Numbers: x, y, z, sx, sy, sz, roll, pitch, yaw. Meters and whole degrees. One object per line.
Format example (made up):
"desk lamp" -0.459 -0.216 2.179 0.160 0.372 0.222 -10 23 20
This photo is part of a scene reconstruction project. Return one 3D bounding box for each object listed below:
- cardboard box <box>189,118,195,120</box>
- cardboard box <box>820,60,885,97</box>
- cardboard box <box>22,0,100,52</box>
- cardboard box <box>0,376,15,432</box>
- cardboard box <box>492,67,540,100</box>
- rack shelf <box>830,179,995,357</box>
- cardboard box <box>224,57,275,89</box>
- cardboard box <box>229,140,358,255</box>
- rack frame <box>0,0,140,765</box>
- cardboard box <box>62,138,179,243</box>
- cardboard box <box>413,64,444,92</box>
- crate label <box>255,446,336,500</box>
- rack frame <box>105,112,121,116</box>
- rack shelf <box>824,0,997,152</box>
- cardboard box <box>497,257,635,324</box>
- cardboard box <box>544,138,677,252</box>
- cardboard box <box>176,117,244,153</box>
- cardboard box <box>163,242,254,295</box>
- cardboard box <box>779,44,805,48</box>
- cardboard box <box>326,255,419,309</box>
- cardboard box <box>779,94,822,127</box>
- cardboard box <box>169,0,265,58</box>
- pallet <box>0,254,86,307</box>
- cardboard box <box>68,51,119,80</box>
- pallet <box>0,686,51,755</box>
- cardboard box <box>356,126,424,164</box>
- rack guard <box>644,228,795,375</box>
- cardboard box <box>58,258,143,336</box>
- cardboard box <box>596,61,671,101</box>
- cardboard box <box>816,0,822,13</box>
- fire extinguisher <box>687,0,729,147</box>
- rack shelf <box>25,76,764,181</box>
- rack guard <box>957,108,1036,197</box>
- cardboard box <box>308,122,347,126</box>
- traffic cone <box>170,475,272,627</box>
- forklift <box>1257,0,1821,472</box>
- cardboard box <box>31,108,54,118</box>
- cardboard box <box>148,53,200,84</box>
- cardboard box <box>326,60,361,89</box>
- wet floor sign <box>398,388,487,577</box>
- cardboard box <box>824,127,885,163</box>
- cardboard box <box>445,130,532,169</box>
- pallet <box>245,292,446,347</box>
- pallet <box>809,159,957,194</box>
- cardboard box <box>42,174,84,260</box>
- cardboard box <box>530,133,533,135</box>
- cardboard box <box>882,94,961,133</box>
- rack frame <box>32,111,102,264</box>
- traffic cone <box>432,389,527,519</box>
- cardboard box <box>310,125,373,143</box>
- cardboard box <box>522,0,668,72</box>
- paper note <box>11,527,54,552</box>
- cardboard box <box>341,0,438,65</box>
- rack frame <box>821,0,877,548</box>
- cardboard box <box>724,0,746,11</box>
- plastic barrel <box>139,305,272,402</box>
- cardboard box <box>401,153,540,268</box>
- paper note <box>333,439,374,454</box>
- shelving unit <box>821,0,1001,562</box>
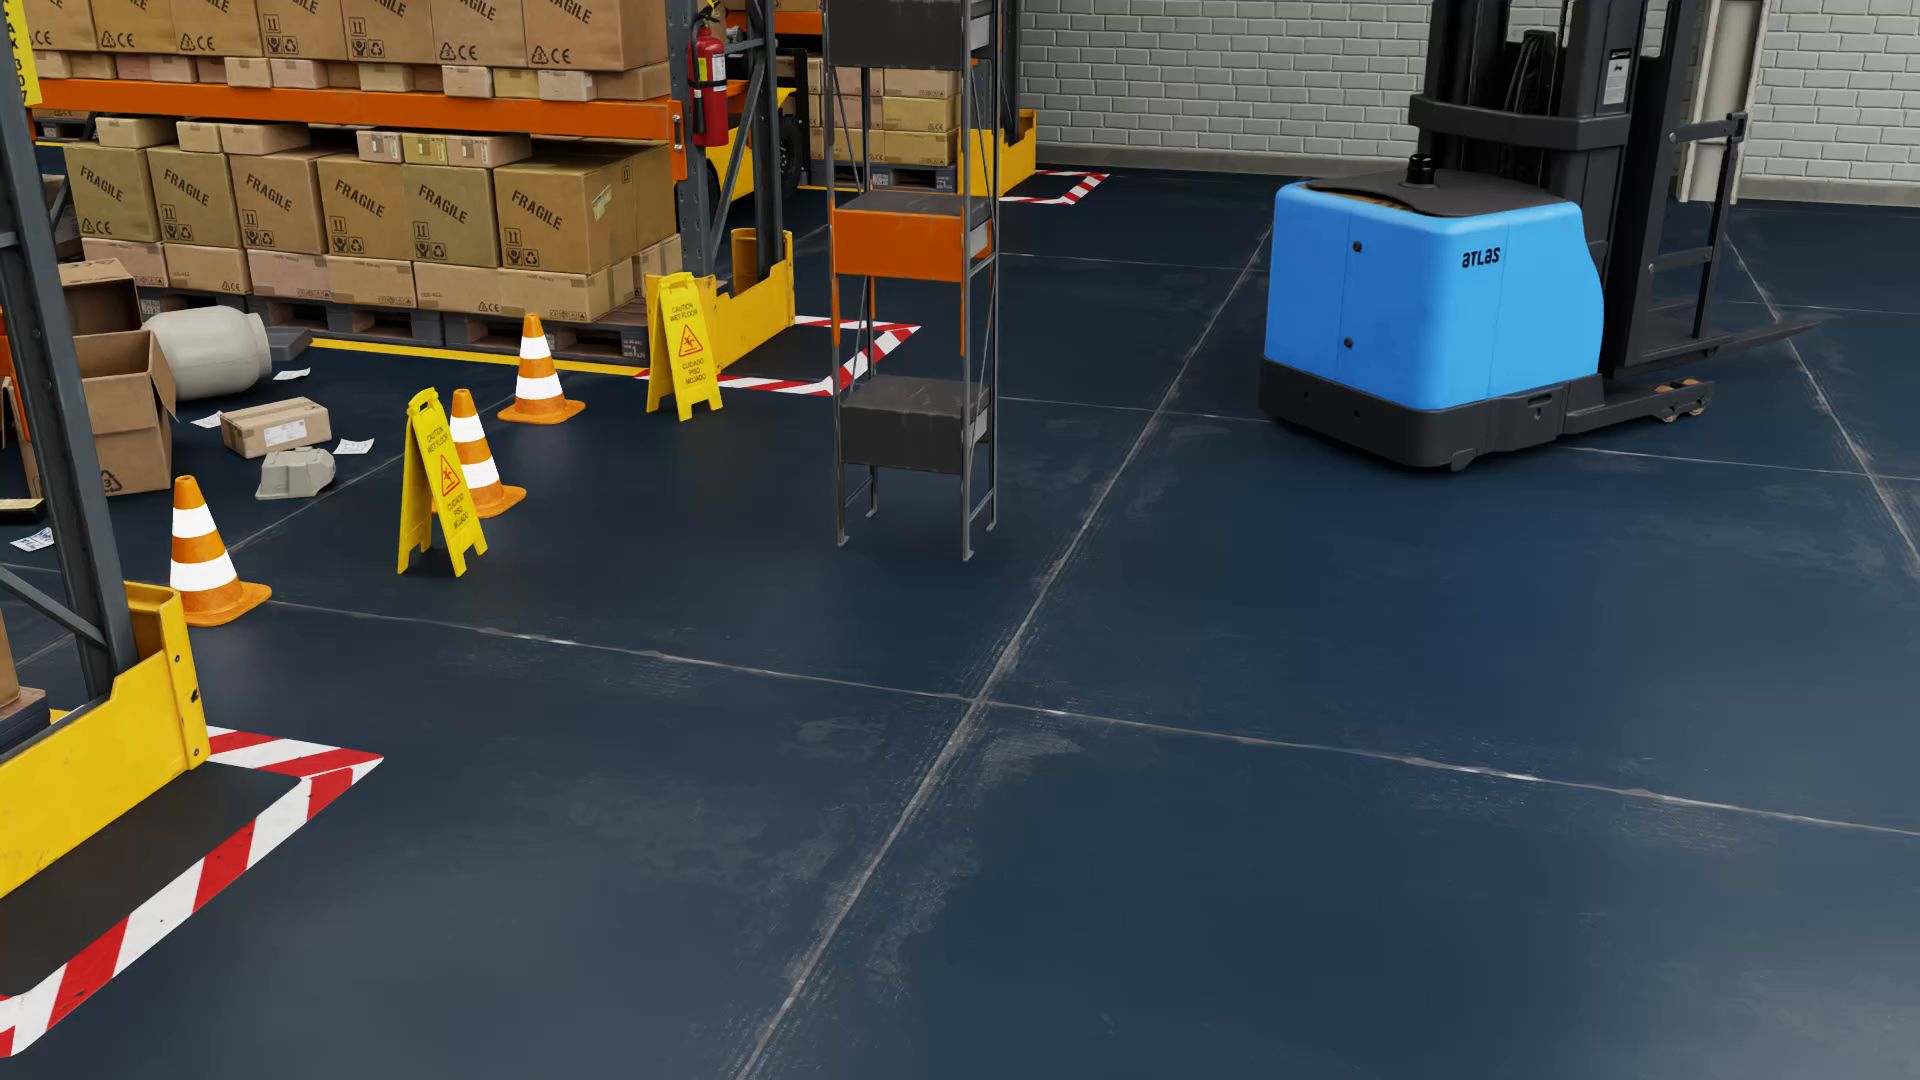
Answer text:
"cardboard box" -4.341 -2.143 9.624 0.500 0.500 0.500 6 23 15
"cardboard box" -0.747 -3.582 12.803 0.500 0.250 0.500 7 23 16
"cardboard box" -4.644 -2.876 8.804 0.500 0.500 0.500 6 23 15
"cardboard box" -4.466 -0.683 7.093 0.503 0.637 0.797 7 23 16
"cardboard box" -2.089 -2.273 8.190 0.250 0.149 0.380 6 23 15
"rack shelf" -0.158 -0.977 5.921 0.480 0.518 0.431 7 23 16
"cardboard box" -3.554 -2.430 8.573 0.250 0.149 0.380 7 23 16
"cardboard box" -3.486 -1.836 8.874 0.500 0.500 0.500 8 24 18
"rack frame" -2.489 -0.593 3.764 0.127 3.000 1.000 7 23 16
"cardboard box" -4.498 -1.948 9.147 0.500 0.500 0.500 8 24 18
"cardboard box" -2.549 -2.370 8.425 0.250 0.149 0.380 7 23 16
"crate label" -2.706 -0.280 6.772 0.298 0.136 0.250 -5 23 -12
"rack frame" -7.384 -5.084 14.711 0.127 3.000 1.000 7 23 16
"rack shelf" -0.158 -1.625 5.655 0.480 0.518 0.431 7 23 16
"cardboard box" -2.030 -1.318 8.601 0.500 0.250 0.500 6 23 15
"cardboard box" -1.871 -1.863 8.941 0.500 0.500 0.500 6 23 14
"cardboard box" -3.903 -2.157 8.802 0.250 0.149 0.380 7 23 18
"cardboard box" -3.984 -1.546 9.157 0.500 0.250 0.500 8 24 19
"cardboard box" -1.575 -3.884 13.538 0.500 0.250 0.500 6 23 14
"cardboard box" -3.003 -1.431 8.875 0.500 0.250 0.500 6 23 14
"cardboard box" -1.259 -3.408 13.036 0.500 0.250 0.500 6 23 14
"cardboard box" -3.680 -2.769 8.545 0.500 0.500 0.500 6 23 15
"pallet" -5.731 -1.636 9.980 1.213 0.211 1.003 7 23 16
"cardboard box" -4.519 -2.565 8.902 0.250 0.149 0.380 7 23 17
"pallet" -3.277 0.638 4.437 1.213 0.211 1.003 7 23 15
"cardboard box" -2.860 -2.039 8.516 0.250 0.149 0.380 8 23 18
"rack guard" -1.228 -1.255 8.670 0.348 0.500 1.175 7 23 16
"cardboard box" -4.352 -1.074 8.227 0.500 0.500 0.500 -14 26 -30
"cardboard box" -1.575 -2.250 8.133 0.250 0.149 0.380 7 23 17
"cardboard box" -0.766 -4.272 12.600 0.500 0.500 0.500 7 23 17
"fire extinguisher" -1.179 -2.187 7.751 0.183 0.674 0.296 7 23 16
"rack shelf" -3.070 -2.289 8.846 4.000 0.370 1.077 7 23 16
"rack guard" 0.298 -3.048 13.041 0.348 0.500 1.175 7 23 16
"cardboard box" -5.519 -3.963 14.556 0.625 0.625 0.875 6 23 13
"traffic cone" -2.587 0.006 5.645 0.334 0.463 0.336 7 23 16
"forklift" 2.871 -2.045 7.394 3.031 2.935 1.130 -14 26 -30
"cardboard box" -8.327 -4.148 15.171 0.500 0.500 0.500 6 23 15
"cardboard box" -4.030 -2.507 8.761 0.250 0.149 0.380 7 23 17
"cardboard box" -3.033 -2.424 8.559 0.250 0.149 0.380 7 23 16
"wet floor sign" -1.889 -0.220 5.957 0.232 0.644 0.267 3 22 6
"cardboard box" -0.740 -3.123 13.002 0.500 0.250 0.500 7 23 15
"cardboard box" -2.369 -1.981 8.374 0.250 0.149 0.380 7 23 17
"pallet" -3.160 -1.357 9.301 1.213 0.211 1.003 7 23 16
"pallet" -0.470 -2.985 13.269 1.213 0.211 1.003 7 23 16
"cardboard box" -5.488 -1.876 9.801 0.625 0.372 0.950 7 23 16
"cardboard box" -3.187 -3.394 13.661 0.500 0.250 0.500 7 23 16
"cardboard box" -0.282 -3.300 12.773 0.500 0.250 0.500 6 23 15
"rack frame" -4.985 -2.841 9.244 0.127 3.000 1.000 7 23 16
"traffic cone" -1.935 -0.367 6.555 0.334 0.463 0.336 7 23 16
"cardboard box" -3.365 -2.032 9.354 0.500 0.500 0.500 8 24 18
"cardboard box" -1.755 -2.546 8.001 0.500 0.500 0.500 6 23 15
"paper note" -3.460 -0.003 6.239 0.142 0.017 0.144 16 27 34
"cardboard box" -2.711 -2.659 8.275 0.500 0.500 0.500 6 23 15
"rack frame" -0.392 -1.016 5.981 0.015 2.100 0.400 7 23 16
"cardboard box" -1.742 -4.379 12.861 0.500 0.500 0.500 7 23 16
"plastic barrel" -3.570 -0.887 7.875 0.512 0.421 0.421 -14 26 -30
"cardboard box" -2.499 -1.721 8.595 0.500 0.500 0.500 7 23 17
"paper note" -2.636 -0.410 7.228 0.142 0.019 0.148 -1 22 -3
"shelving unit" -0.158 -0.990 5.916 0.503 2.100 0.431 7 23 16
